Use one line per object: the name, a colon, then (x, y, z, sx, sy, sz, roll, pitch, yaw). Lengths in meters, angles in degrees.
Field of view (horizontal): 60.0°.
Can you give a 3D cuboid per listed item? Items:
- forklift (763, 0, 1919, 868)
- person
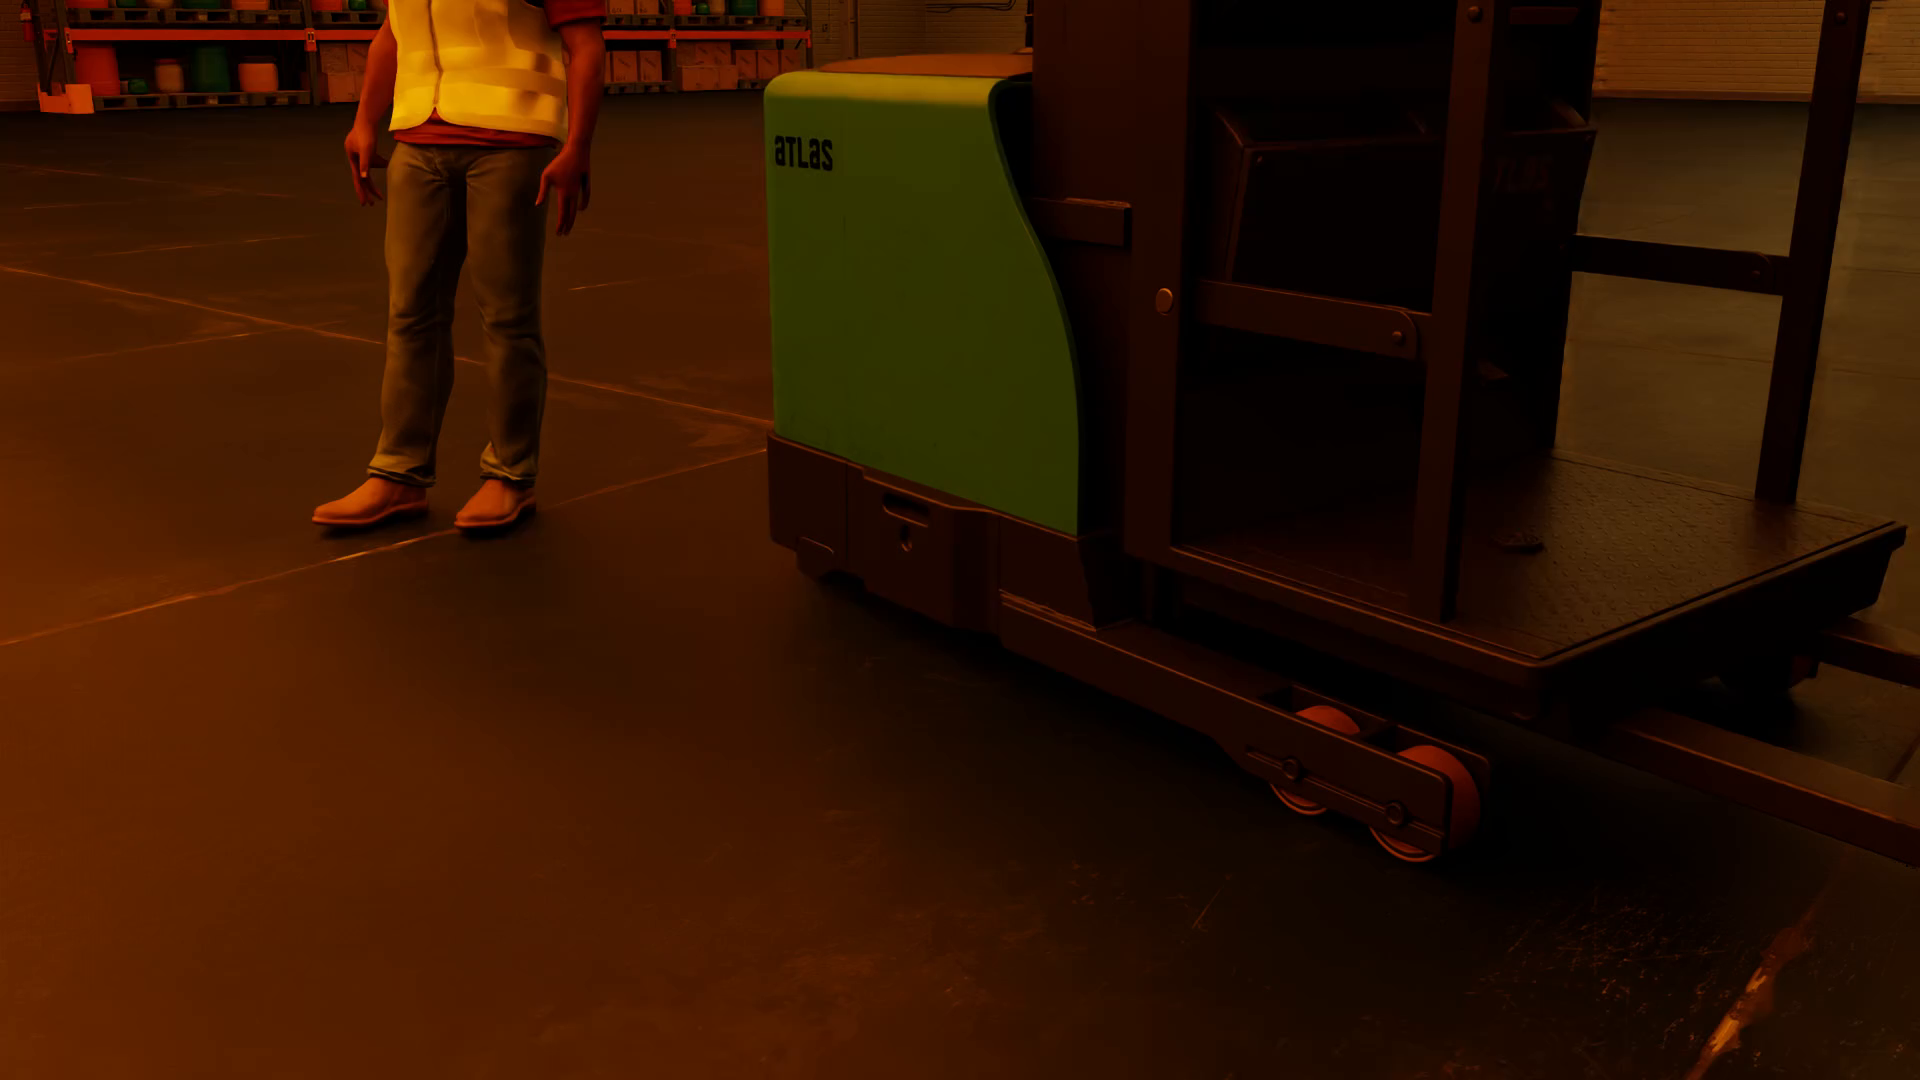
forklift: (0.885, -1.099, 2.517, 1.130, 2.935, 3.031, -13, 21, -37)
person: (-1.168, -0.902, 3.850, 0.668, 1.767, 0.574, 7, 18, 21)
